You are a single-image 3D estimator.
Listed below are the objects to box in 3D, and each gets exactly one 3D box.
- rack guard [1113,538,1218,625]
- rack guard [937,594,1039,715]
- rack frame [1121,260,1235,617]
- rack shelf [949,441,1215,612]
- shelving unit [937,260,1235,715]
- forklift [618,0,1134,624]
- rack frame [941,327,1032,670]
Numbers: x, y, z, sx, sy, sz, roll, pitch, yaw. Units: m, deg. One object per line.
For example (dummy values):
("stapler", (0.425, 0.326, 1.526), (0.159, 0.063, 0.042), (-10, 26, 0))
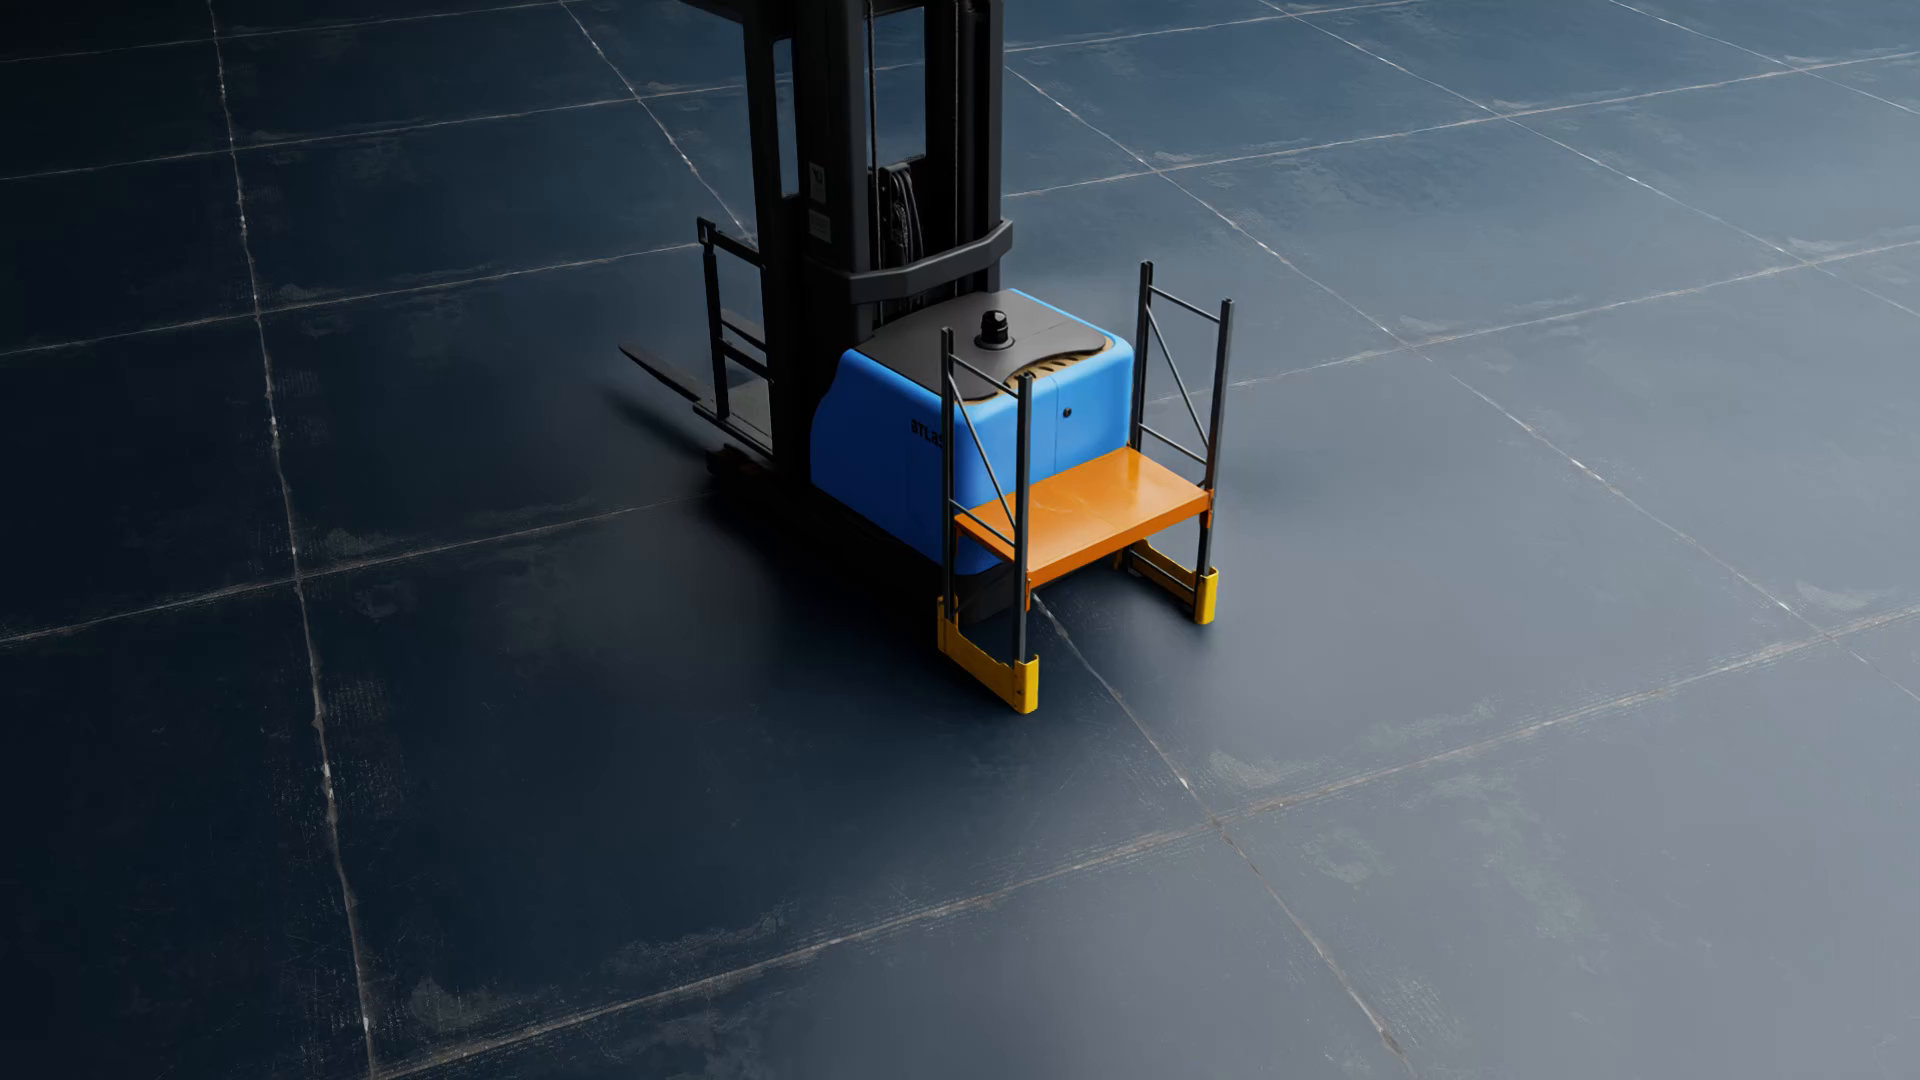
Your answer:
("rack guard", (0.897, 0.128, 7.323), (0.087, 0.250, 0.587), (-23, 39, -31))
("rack guard", (0.108, 0.460, 6.814), (0.087, 0.250, 0.587), (-23, 39, -31))
("rack frame", (0.898, -0.396, 6.983), (0.032, 1.500, 0.500), (-23, 39, -31))
("rack shelf", (0.496, -0.076, 6.821), (1.000, 0.185, 0.538), (-23, 39, -31))
("shelving unit", (0.503, -0.230, 6.728), (1.083, 1.500, 0.587), (-23, 39, -31))
("forklift", (-0.593, -1.596, 7.515), (1.130, 2.935, 3.031), (-26, 41, -34))
("rack frame", (0.093, -0.057, 6.463), (0.032, 1.500, 0.500), (-23, 39, -31))
